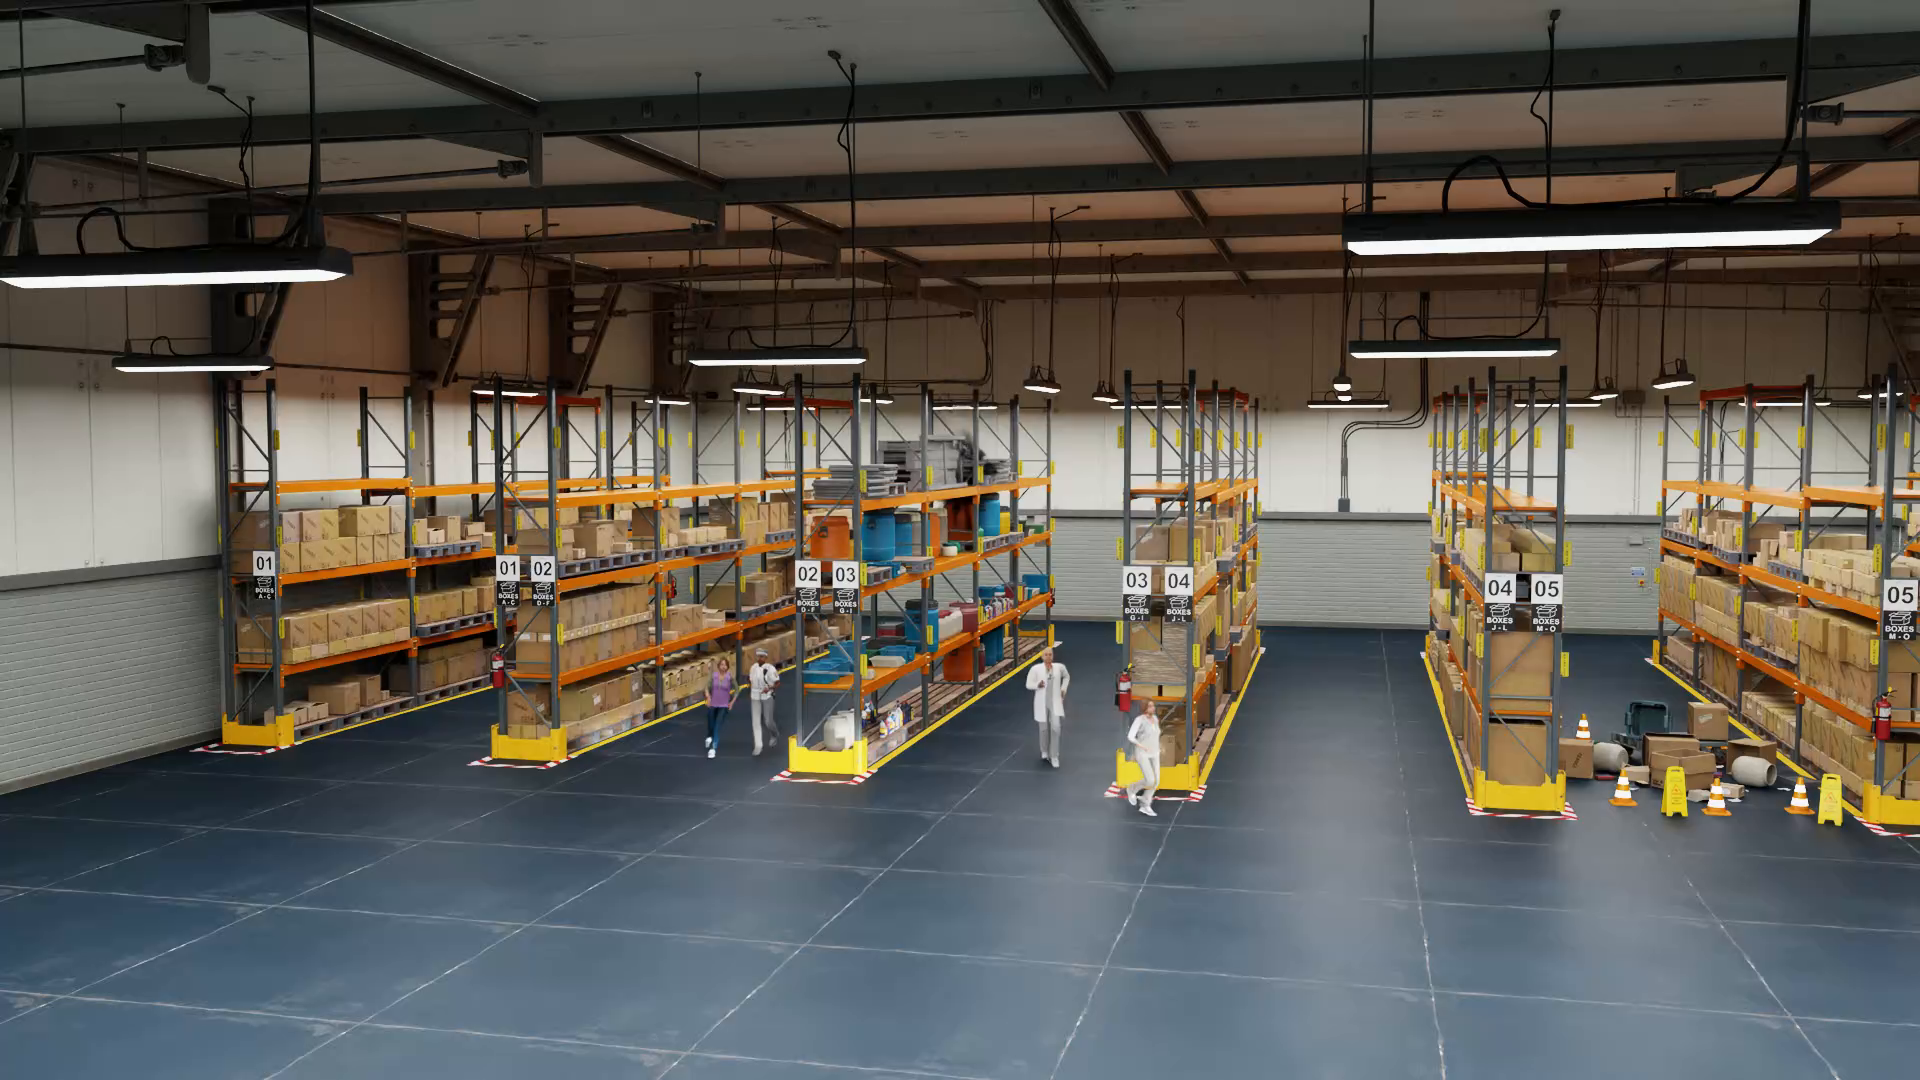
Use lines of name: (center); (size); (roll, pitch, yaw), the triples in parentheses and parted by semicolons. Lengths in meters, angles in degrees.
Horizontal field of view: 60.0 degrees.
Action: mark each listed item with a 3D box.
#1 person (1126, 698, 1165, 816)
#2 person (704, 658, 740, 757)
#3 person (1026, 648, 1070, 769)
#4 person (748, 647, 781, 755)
person: (2.470, 2.898, 22.291); (0.526, 1.573, 0.528); (-3, 4, -37)
person: (-3.797, 2.646, 26.493); (0.585, 1.557, 0.593); (0, 3, -2)
person: (1.360, 2.577, 25.649); (0.690, 1.842, 0.823); (0, 3, 0)
person: (-3.149, 2.542, 26.592); (0.590, 1.683, 0.855); (1, 4, 13)
